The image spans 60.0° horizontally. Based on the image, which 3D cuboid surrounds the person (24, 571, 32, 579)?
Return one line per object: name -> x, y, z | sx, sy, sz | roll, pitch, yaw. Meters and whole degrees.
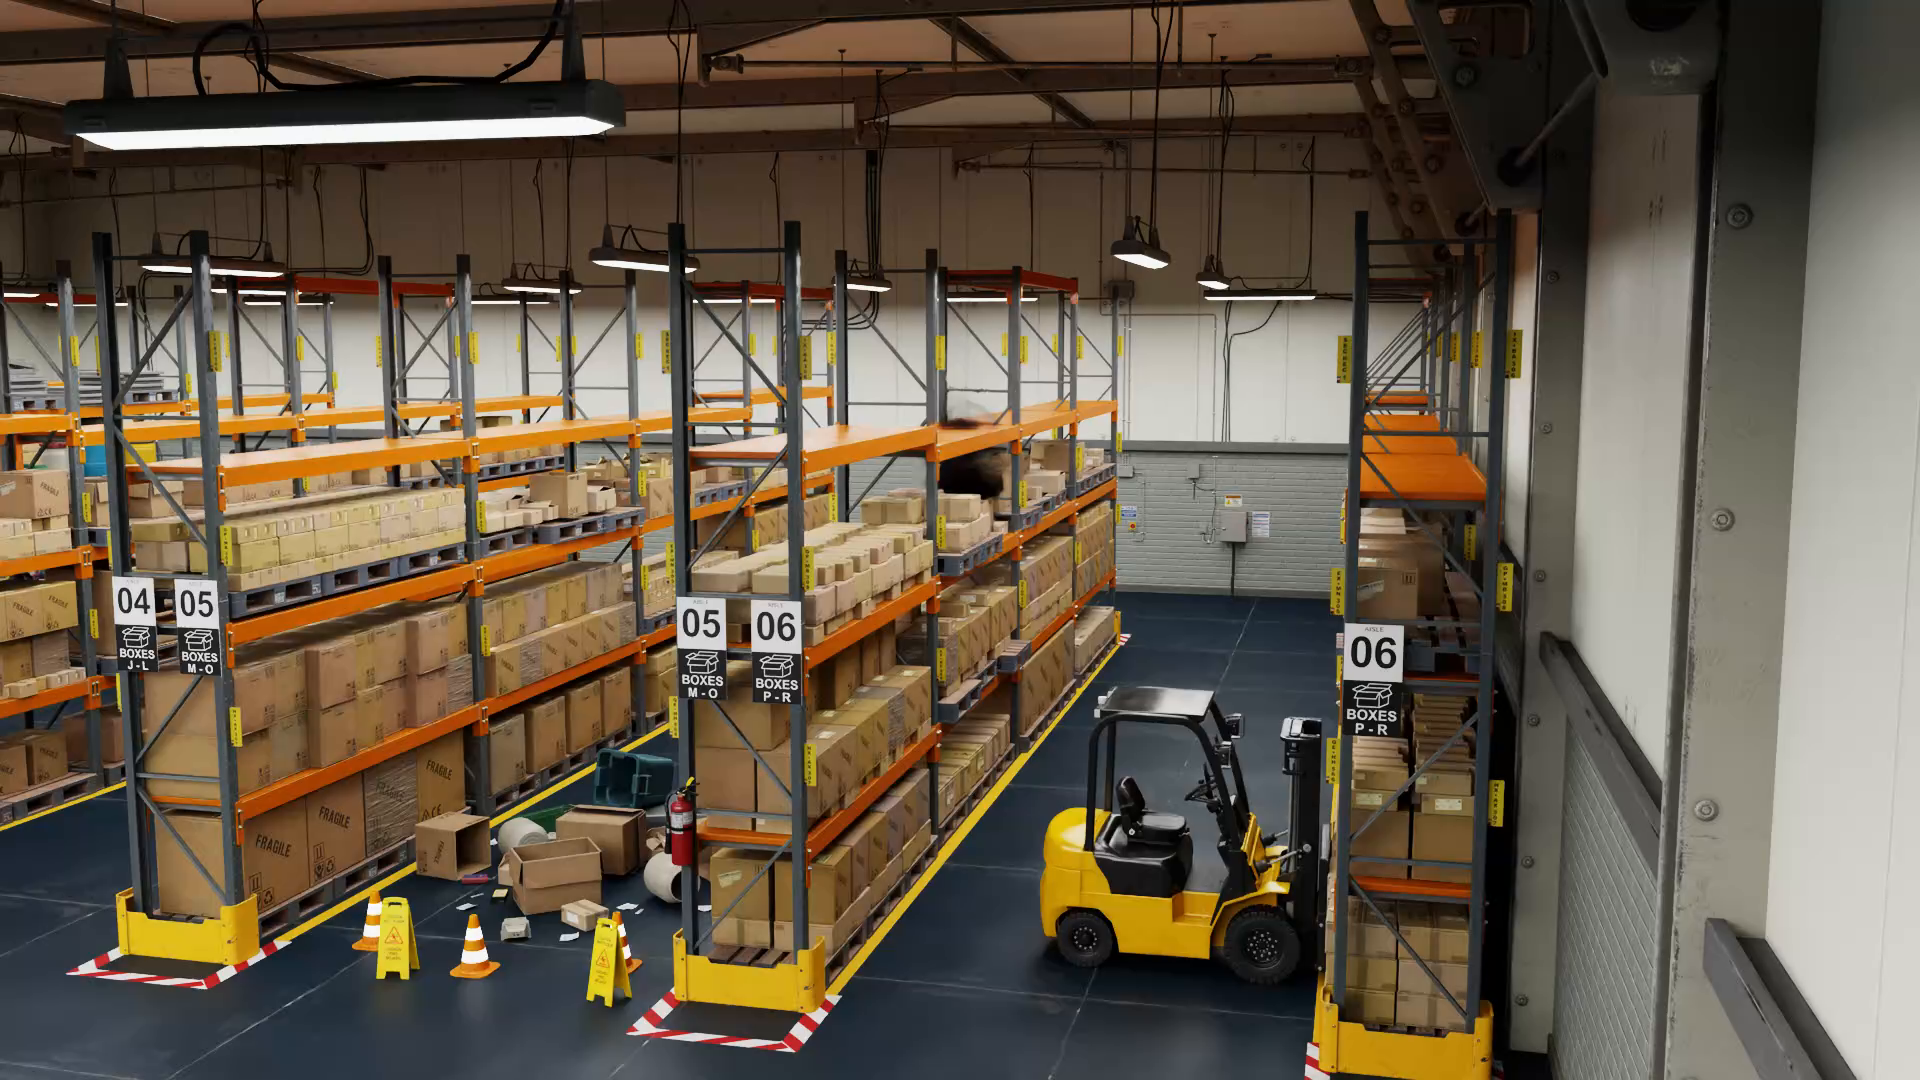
person -> -16.003, 0.931, 28.253 | 0.511, 1.564, 0.618 | 0, 7, -1
